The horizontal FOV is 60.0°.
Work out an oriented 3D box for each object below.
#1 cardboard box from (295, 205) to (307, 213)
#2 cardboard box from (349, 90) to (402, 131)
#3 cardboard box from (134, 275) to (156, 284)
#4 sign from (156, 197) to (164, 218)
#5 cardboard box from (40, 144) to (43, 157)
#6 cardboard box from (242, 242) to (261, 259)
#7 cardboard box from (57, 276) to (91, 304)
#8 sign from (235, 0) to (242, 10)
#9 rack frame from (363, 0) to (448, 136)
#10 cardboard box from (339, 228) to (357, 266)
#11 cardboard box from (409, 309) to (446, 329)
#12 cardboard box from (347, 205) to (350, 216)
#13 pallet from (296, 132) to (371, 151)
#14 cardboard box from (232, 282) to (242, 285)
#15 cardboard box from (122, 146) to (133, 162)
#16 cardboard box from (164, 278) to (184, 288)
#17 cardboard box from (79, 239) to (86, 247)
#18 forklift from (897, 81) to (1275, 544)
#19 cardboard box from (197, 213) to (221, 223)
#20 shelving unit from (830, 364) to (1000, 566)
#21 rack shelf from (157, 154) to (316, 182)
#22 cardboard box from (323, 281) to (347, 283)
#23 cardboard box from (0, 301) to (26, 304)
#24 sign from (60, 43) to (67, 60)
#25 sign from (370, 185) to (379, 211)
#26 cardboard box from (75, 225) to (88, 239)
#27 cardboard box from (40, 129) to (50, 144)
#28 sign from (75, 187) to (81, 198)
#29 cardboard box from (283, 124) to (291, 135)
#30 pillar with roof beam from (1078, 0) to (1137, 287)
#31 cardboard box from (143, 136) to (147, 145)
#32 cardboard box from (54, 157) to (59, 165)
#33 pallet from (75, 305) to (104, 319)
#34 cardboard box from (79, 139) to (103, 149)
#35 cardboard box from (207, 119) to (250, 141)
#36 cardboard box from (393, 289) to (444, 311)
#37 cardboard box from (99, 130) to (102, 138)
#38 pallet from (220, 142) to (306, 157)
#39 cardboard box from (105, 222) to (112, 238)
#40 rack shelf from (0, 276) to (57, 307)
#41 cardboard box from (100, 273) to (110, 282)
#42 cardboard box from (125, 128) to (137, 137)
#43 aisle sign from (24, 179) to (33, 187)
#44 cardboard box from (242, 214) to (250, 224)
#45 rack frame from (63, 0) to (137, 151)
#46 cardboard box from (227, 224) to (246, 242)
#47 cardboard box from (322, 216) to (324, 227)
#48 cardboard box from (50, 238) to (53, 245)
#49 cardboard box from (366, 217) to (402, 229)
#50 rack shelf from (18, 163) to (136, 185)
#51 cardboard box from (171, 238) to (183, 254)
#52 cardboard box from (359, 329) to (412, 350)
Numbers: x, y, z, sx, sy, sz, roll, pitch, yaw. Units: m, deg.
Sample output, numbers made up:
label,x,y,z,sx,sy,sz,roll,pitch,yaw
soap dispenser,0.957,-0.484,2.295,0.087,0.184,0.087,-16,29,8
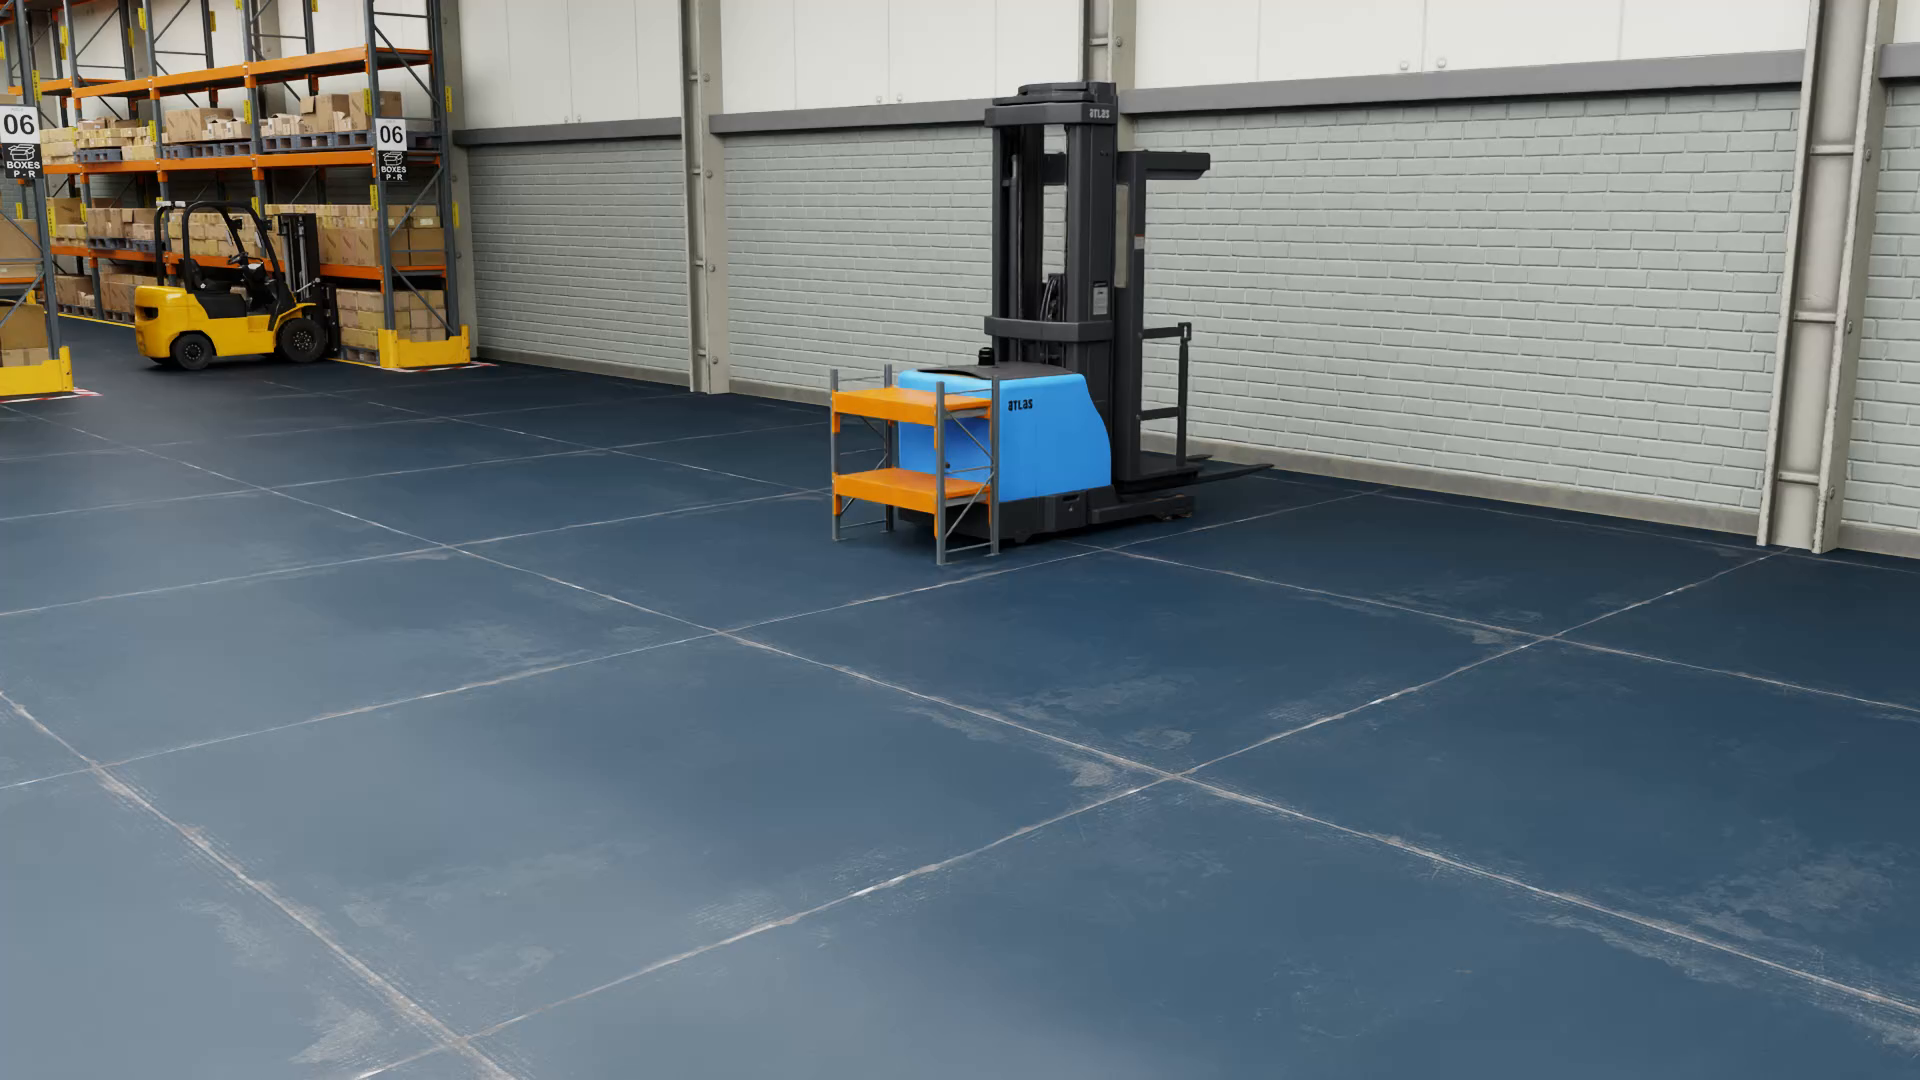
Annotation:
label,x,y,z,sx,sy,sz,roll,pitch,yaw
cardboard box,-9.223,-4.693,23.665,0.380,0.149,0.250,-11,16,-43
cardboard box,-7.679,-5.636,21.863,0.500,0.500,0.500,-10,15,-41
cardboard box,-14.274,-4.576,29.237,0.380,0.149,0.250,-11,16,-42
sign,-13.108,-5.451,27.264,0.100,0.325,0.005,-11,16,-43
cardboard box,-17.428,-7.458,31.880,0.500,0.250,0.500,11,16,43
cardboard box,-10.497,-4.380,25.109,0.500,0.250,0.500,-10,16,-41
cardboard box,-17.038,-4.825,32.052,0.500,0.500,0.500,-11,16,-42
sign,-10.344,-7.773,23.830,0.100,0.325,0.005,-11,16,-43
rack frame,-7.197,-6.771,21.475,1.000,3.000,0.127,-11,16,-43
cardboard box,-8.079,-3.994,22.615,0.500,0.500,0.500,-10,15,-41
cardboard box,-7.372,-3.034,22.738,0.500,0.250,0.500,-11,16,-42
cardboard box,-8.108,-4.481,22.633,0.380,0.149,0.250,-11,16,-42
pallet,-8.513,-5.543,23.169,1.003,0.211,1.213,-11,16,-43
cardboard box,-11.844,-3.855,27.036,0.875,0.625,0.625,-10,15,-41
cardboard box,-13.945,-6.583,28.369,0.500,0.250,0.500,-11,16,-43
cardboard box,-13.246,-4.336,28.070,0.250,0.149,0.380,11,16,42
cardboard box,-16.083,-5.507,30.831,0.380,0.149,0.250,-10,16,-41
forklift,1.020,-1.636,11.588,3.031,2.935,1.130,-10,15,-40
cardboard box,-11.949,-5.138,26.559,0.380,0.149,0.250,-11,16,-42
shelving unit,-0.295,-0.501,10.557,0.538,1.125,1.048,-11,16,-42
rack shelf,-11.341,-5.825,26.100,1.077,0.370,4.000,-11,16,-43
cardboard box,-9.480,-3.720,24.830,0.500,0.250,0.500,-10,16,-41
cardboard box,-11.523,-2.602,20.022,0.500,0.500,0.500,11,16,43
sign,-17.831,-9.715,33.059,0.100,0.325,0.005,-11,16,-43
sign,-7.599,-4.442,21.582,0.100,0.325,0.005,-11,16,-43
cardboard box,-16.012,-5.696,30.761,0.500,0.250,0.500,-10,16,-41
cardboard box,-17.068,-7.633,31.488,0.500,0.250,0.500,-10,16,-41
sign,-17.831,-6.964,33.626,0.100,0.325,0.005,-11,16,-43
cardboard box,-9.339,-5.797,23.516,0.380,0.149,0.250,-10,15,-41
pillar with roof beam,-1.853,-4.647,11.165,9.100,9.000,0.400,-11,16,-43
cardboard box,-13.469,-6.692,27.908,0.380,0.149,0.250,-10,16,-41
cardboard box,-16.800,-7.133,31.290,0.380,0.149,0.250,-11,16,-42
pallet,-15.958,-4.318,31.349,1.003,0.211,1.213,-11,16,-43
cardboard box,-15.412,-7.043,29.563,0.380,0.149,0.250,-11,16,-42
cardboard box,-11.166,-6.280,25.459,0.500,0.311,0.500,11,16,43
cardboard box,-7.392,-3.278,22.683,0.500,0.250,0.500,-11,16,-43
cardboard box,-14.799,-7.091,29.057,0.380,0.149,0.250,-11,16,-42
pallet,-10.578,-5.919,25.246,1.217,0.209,0.805,11,16,43
cardboard box,-14.802,-5.467,29.308,0.396,0.266,0.258,-10,15,-40
rack shelf,-12.166,-3.080,20.209,1.077,0.370,4.000,-11,16,-43
cardboard box,-15.429,-4.793,30.291,0.380,0.149,0.250,-10,15,-40
cardboard box,-13.893,-6.899,28.175,0.380,0.149,0.250,-11,16,-44
aisle sign,-18.506,-7.410,33.001,0.394,0.787,0.004,-11,16,-43
cardboard box,-10.678,-4.880,25.309,0.380,0.149,0.250,-11,16,-43
rack frame,-15.484,-8.522,29.975,1.000,3.000,0.127,-11,16,-43
cardboard box,-10.844,-4.698,25.413,0.500,0.250,0.500,11,16,44
cardboard box,-8.650,-4.444,23.190,0.380,0.149,0.250,-11,16,-43
cardboard box,-17.364,-5.763,32.075,0.250,0.149,0.380,11,16,44
cardboard box,-7.639,-4.211,22.060,0.380,0.149,0.250,-11,16,-42
rack shelf,-16.865,-6.992,31.767,1.077,0.370,4.000,-11,16,-43
cardboard box,-12.592,-4.828,27.282,0.500,0.250,0.500,-11,16,-42
cardboard box,-7.750,-2.716,22.434,0.500,0.250,0.500,-11,16,-42
